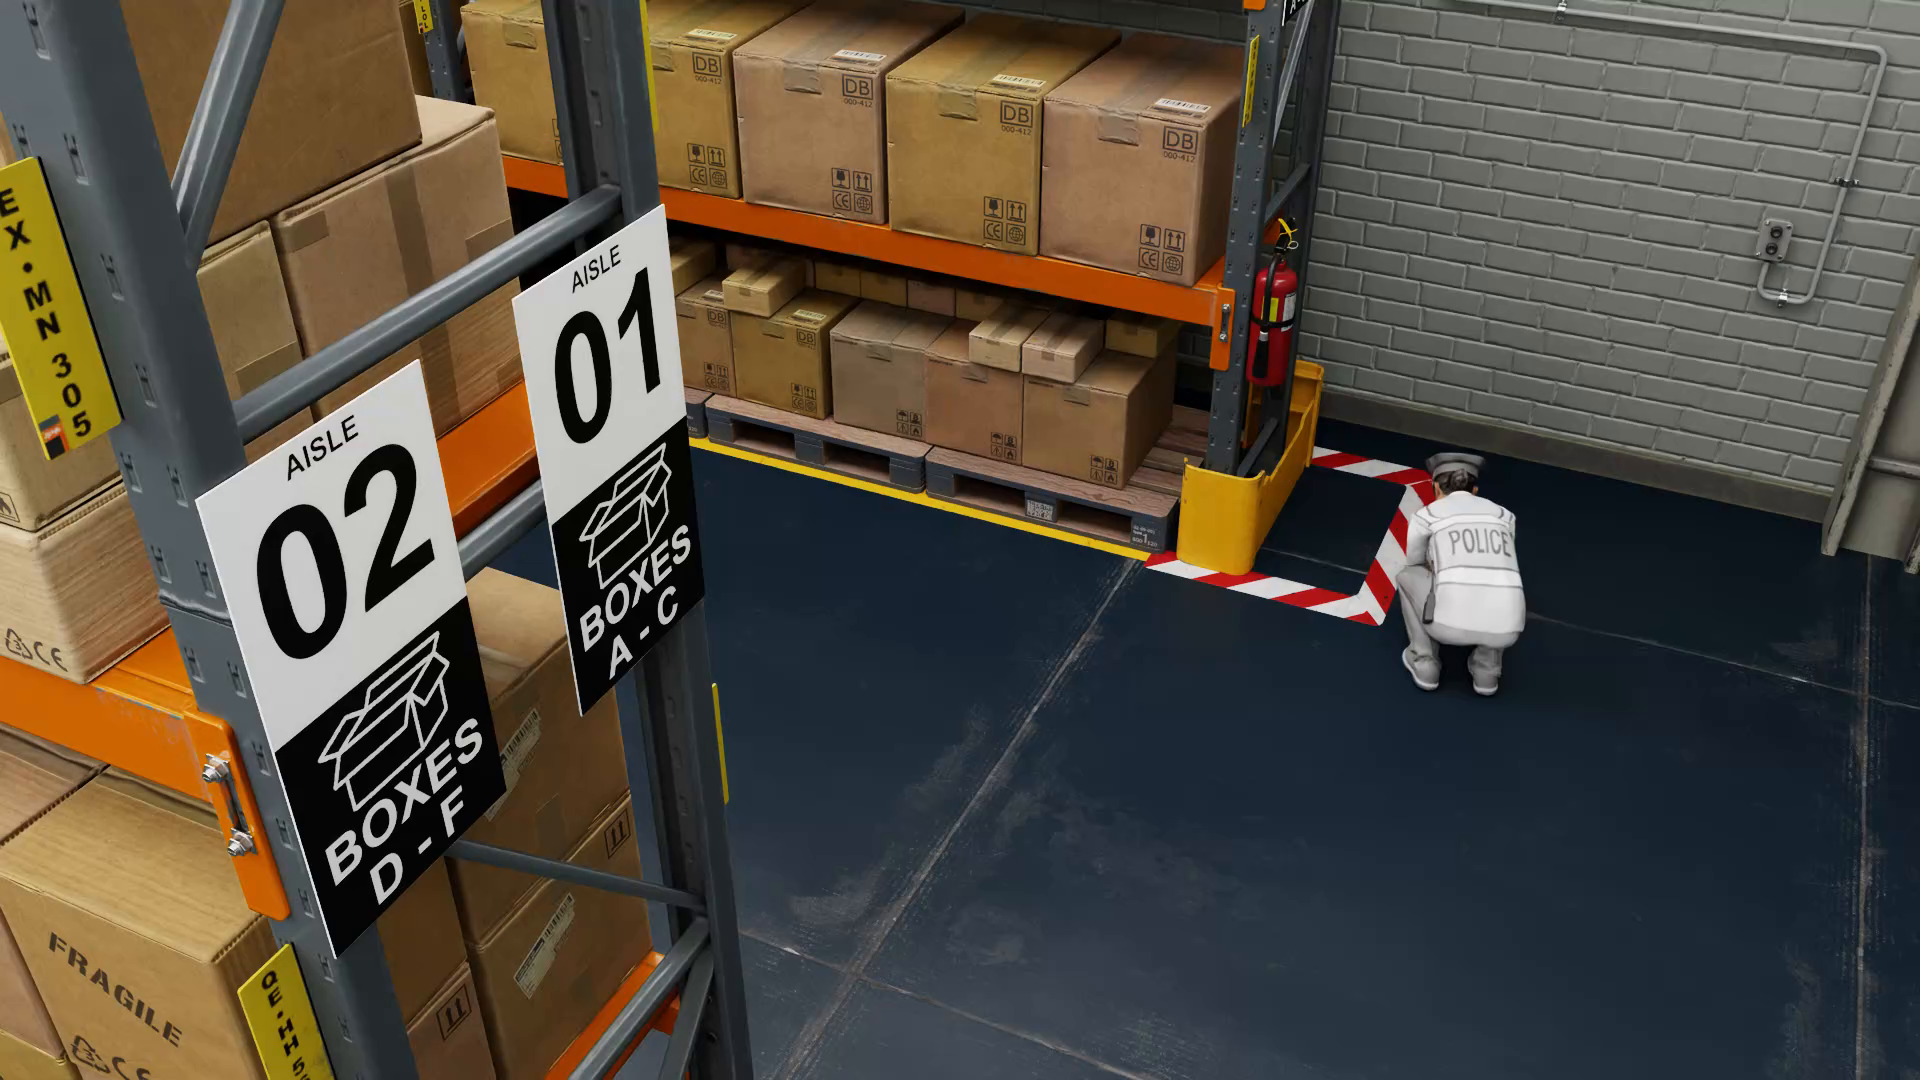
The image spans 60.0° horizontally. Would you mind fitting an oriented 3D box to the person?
[{"bbox_3d":[2.029,0.147,6.755,0.477,0.831,0.883,4,34,6],"label":"person"}]
